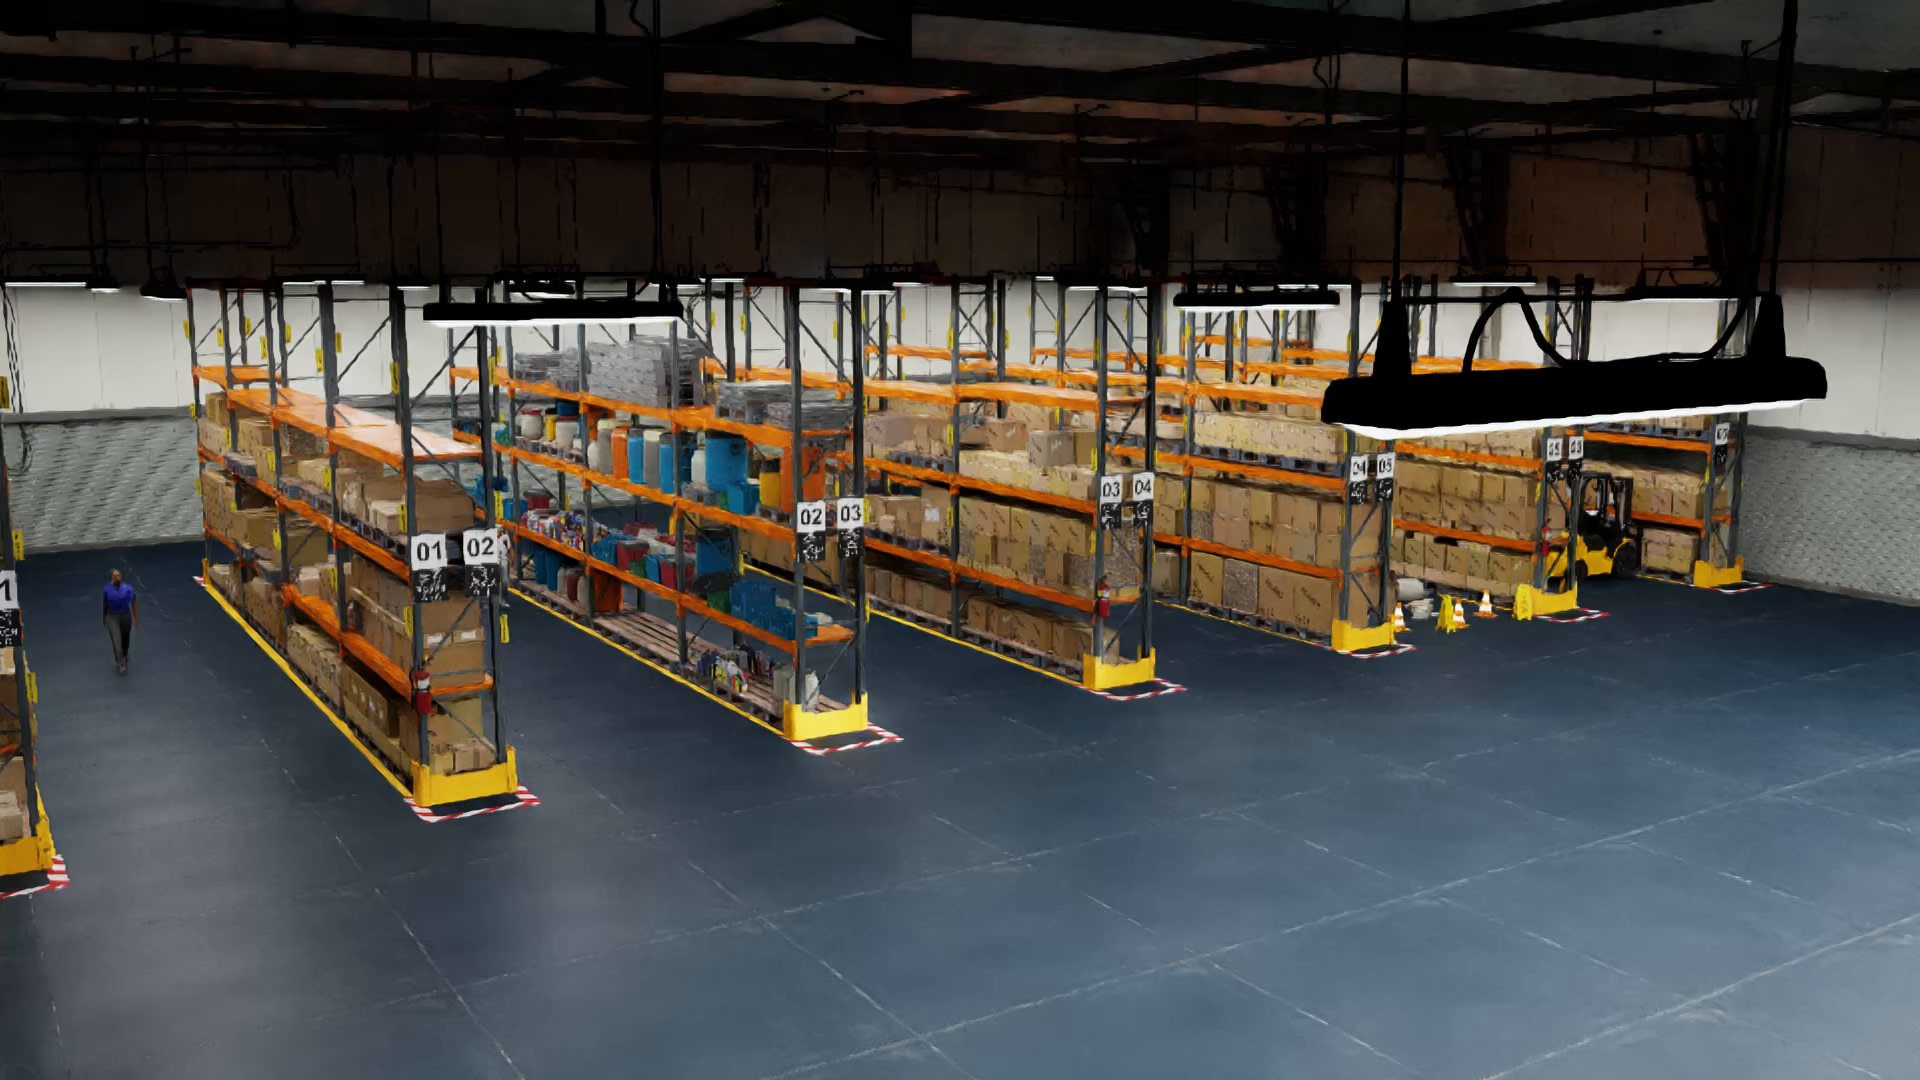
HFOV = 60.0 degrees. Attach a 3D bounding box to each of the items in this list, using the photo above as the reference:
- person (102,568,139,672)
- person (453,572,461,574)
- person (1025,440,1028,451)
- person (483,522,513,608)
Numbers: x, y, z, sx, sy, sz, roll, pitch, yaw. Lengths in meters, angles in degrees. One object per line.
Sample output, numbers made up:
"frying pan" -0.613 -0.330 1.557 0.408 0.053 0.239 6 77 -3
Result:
"person" -13.101 1.211 25.969 0.463 1.596 0.989 -6 11 -33
"person" -10.464 -0.151 33.804 0.550 1.664 0.573 -2 10 -10
"person" 1.903 -2.445 47.472 0.570 1.653 0.480 4 11 25
"person" -8.492 0.457 30.503 0.625 1.611 0.582 -6 11 -33
